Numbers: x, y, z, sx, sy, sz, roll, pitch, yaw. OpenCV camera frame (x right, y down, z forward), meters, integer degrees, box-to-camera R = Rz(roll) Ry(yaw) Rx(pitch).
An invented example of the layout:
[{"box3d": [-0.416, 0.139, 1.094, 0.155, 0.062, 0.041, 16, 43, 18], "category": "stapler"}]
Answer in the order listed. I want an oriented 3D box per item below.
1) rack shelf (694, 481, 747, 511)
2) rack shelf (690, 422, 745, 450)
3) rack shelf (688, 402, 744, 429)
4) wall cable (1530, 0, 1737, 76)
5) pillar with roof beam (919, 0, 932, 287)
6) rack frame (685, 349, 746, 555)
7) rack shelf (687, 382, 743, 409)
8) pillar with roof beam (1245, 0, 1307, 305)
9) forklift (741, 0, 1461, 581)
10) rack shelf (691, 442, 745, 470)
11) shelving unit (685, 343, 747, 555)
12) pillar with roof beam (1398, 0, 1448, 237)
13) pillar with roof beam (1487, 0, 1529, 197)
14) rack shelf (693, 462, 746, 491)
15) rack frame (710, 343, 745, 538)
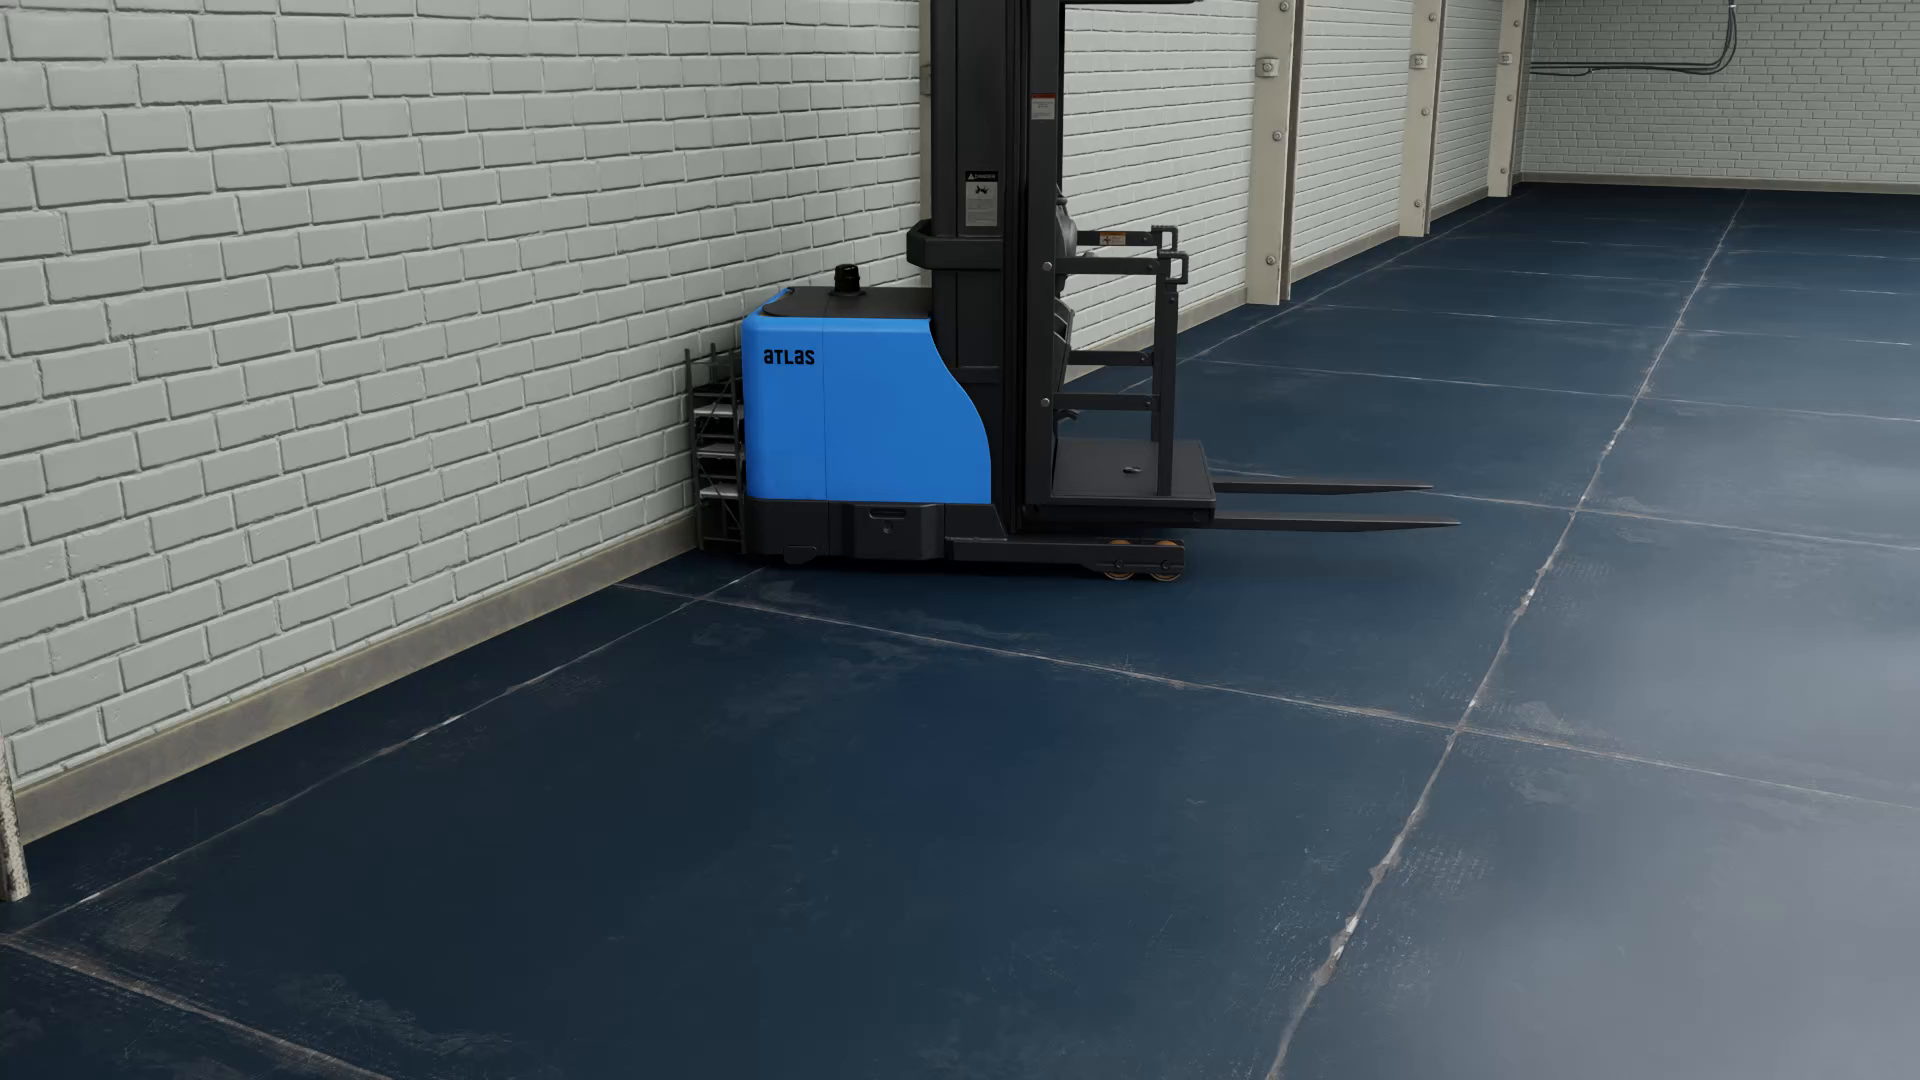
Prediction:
[{"box3d": [-1.012, -0.196, 7.366, 0.258, 0.077, 0.200, 4, 15, 24], "category": "rack shelf"}, {"box3d": [-1.021, -0.458, 7.302, 0.258, 0.077, 0.200, 4, 15, 24], "category": "rack shelf"}, {"box3d": [-1.024, -0.545, 7.280, 0.258, 0.077, 0.200, 4, 15, 24], "category": "rack shelf"}, {"box3d": [10.548, -8.559, 25.989, 3.097, 2.526, 0.112, 8, 18, 25], "category": "wall cable"}, {"box3d": [3.857, -4.332, 6.306, 9.100, 9.000, 0.400, 8, 18, 25], "category": "pillar with roof beam"}, {"box3d": [-1.061, -0.379, 7.225, 0.240, 0.900, 0.006, 4, 15, 24], "category": "rack frame"}, {"box3d": [-1.027, -0.632, 7.259, 0.258, 0.077, 0.200, 4, 15, 24], "category": "rack shelf"}, {"box3d": [6.538, -5.861, 11.451, 9.100, 9.000, 0.400, 8, 18, 25], "category": "pillar with roof beam"}, {"box3d": [0.621, -1.390, 7.058, 3.031, 2.935, 1.130, 1, 17, 5], "category": "forklift"}, {"box3d": [-1.018, -0.370, 7.323, 0.258, 0.077, 0.200, 4, 15, 24], "category": "rack shelf"}, {"box3d": [-1.019, -0.403, 7.315, 0.258, 0.900, 0.210, 4, 15, 24], "category": "shelving unit"}, {"box3d": [9.219, -7.389, 16.597, 9.100, 9.000, 0.400, 8, 18, 25], "category": "pillar with roof beam"}, {"box3d": [11.900, -8.917, 21.742, 9.100, 9.000, 0.400, 8, 18, 25], "category": "pillar with roof beam"}, {"box3d": [-1.015, -0.283, 7.344, 0.258, 0.077, 0.200, 4, 15, 24], "category": "rack shelf"}, {"box3d": [-0.978, -0.426, 7.405, 0.240, 0.900, 0.006, 4, 15, 24], "category": "rack frame"}]
